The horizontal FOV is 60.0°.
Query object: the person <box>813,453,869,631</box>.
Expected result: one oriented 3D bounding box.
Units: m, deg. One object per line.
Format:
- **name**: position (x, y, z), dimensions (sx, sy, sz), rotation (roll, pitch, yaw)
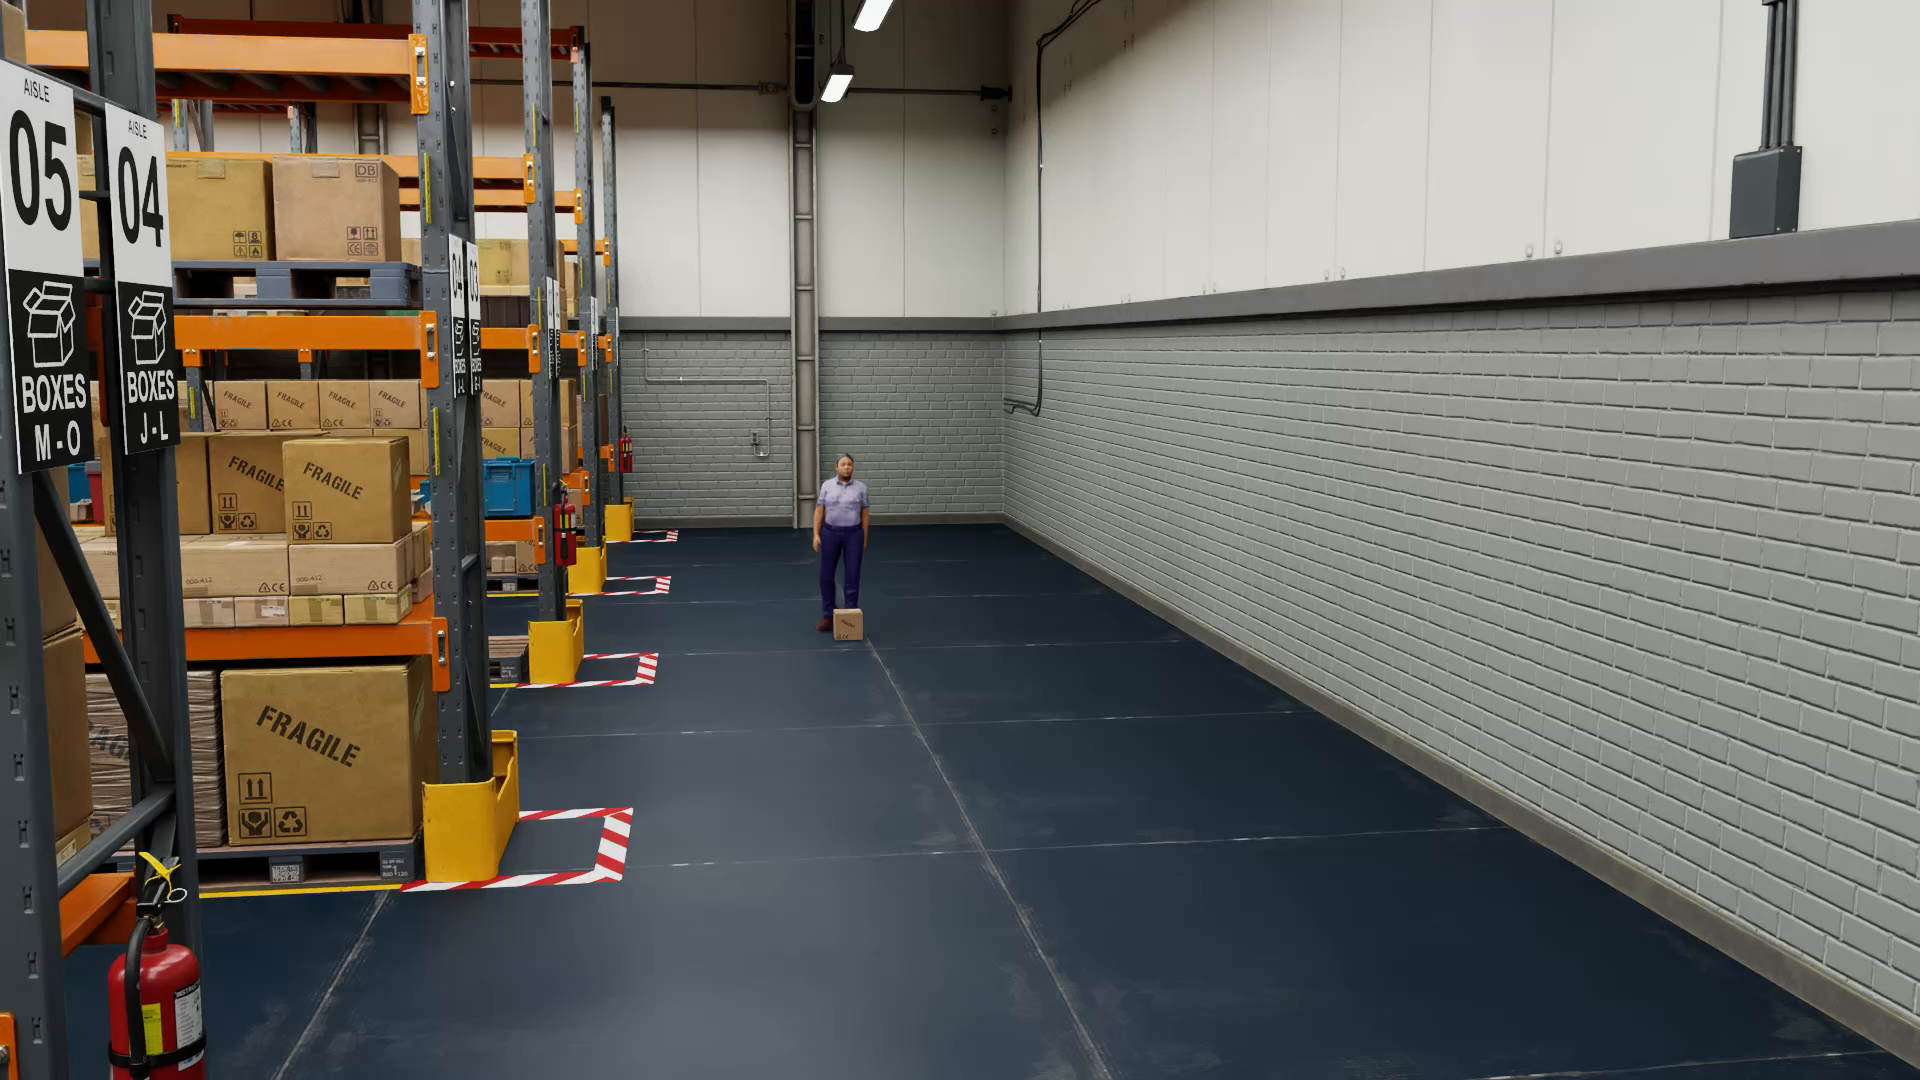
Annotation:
- **person**: position (-1.117, 0.018, 15.634), dimensions (0.533, 1.671, 0.379), rotation (0, 7, -4)
